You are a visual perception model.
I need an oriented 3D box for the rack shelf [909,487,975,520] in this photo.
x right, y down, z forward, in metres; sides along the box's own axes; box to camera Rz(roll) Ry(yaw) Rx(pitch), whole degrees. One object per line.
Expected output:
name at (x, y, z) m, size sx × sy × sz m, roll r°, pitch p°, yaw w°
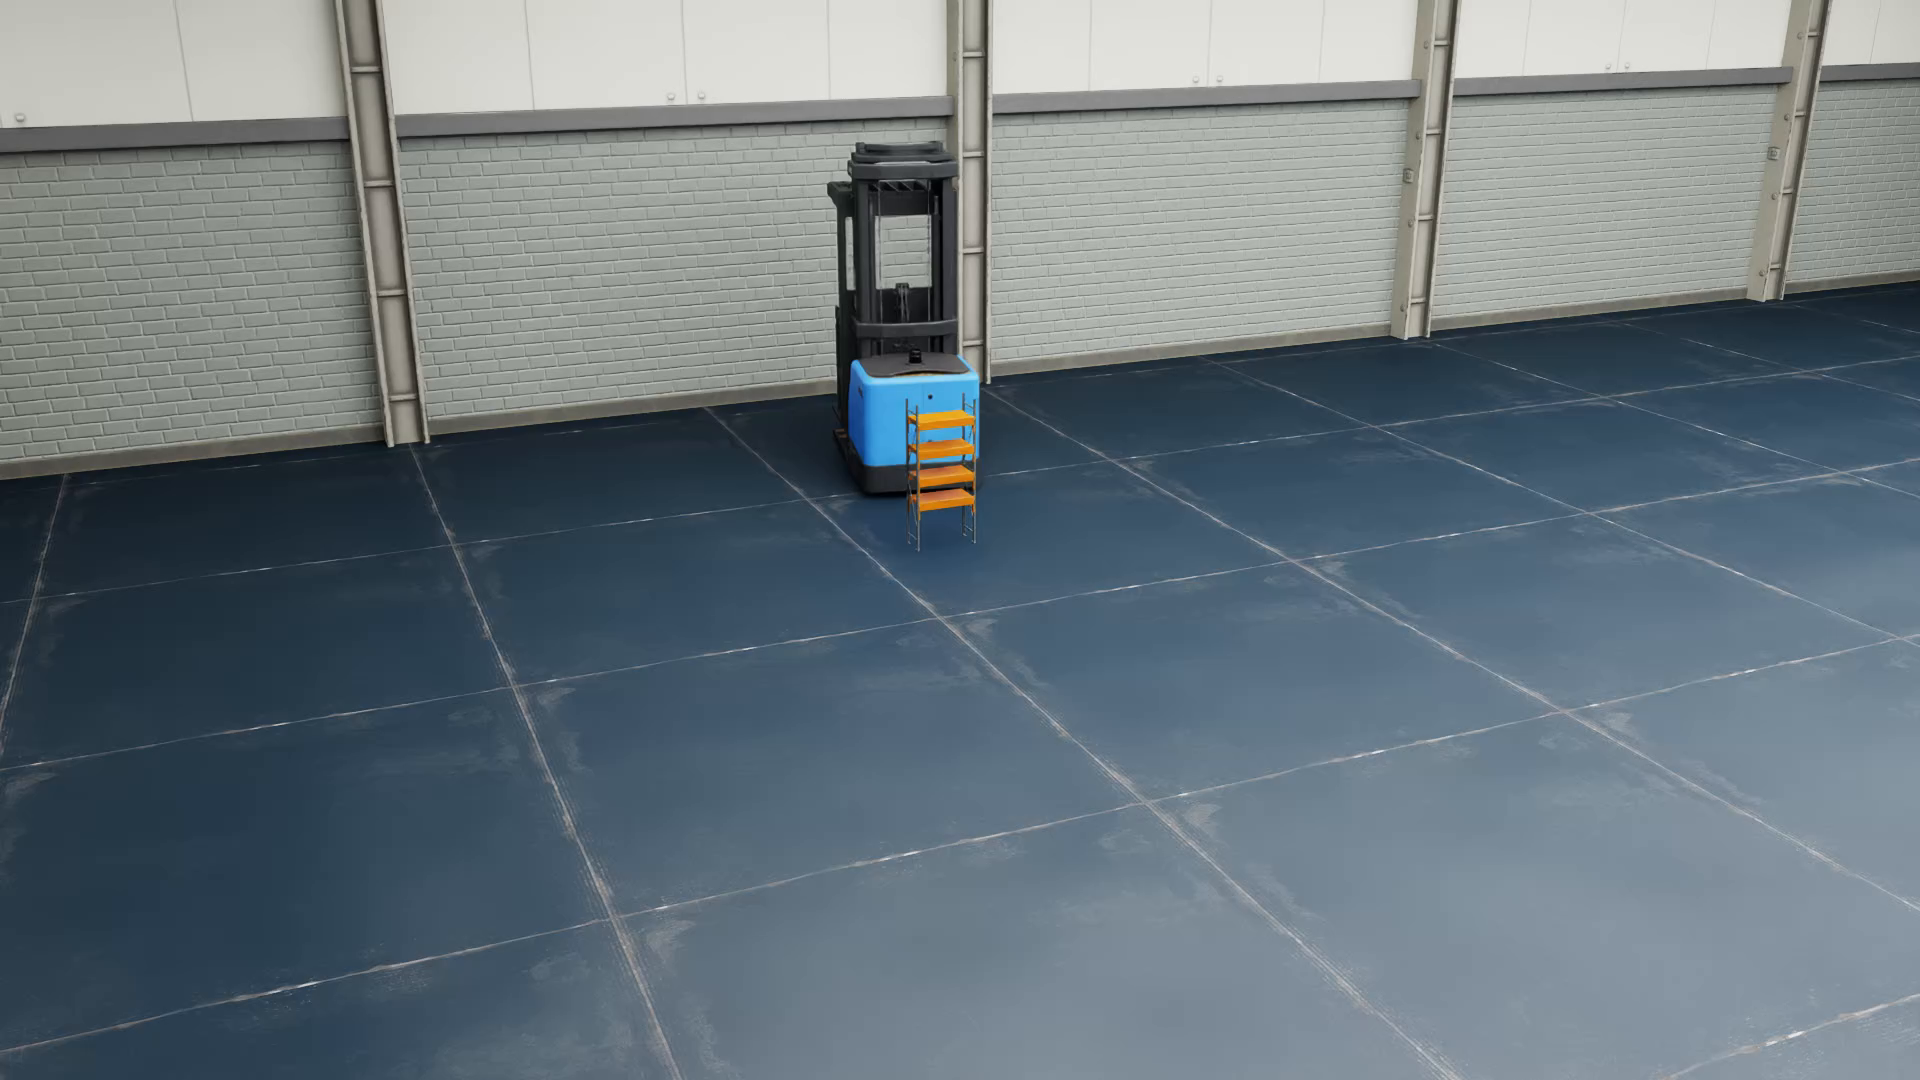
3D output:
rack shelf at (-0.152, -0.293, 13.349) m, size 0.480 × 0.148 × 0.258 m, roll -8°, pitch 21°, yaw -22°

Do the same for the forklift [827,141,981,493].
forklift at (-0.617, -2.246, 15.488) m, size 1.130 × 2.935 × 3.031 m, roll -4°, pitch 20°, yaw -11°

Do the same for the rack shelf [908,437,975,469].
rack shelf at (-0.152, -0.692, 13.209) m, size 0.480 × 0.148 × 0.258 m, roll -8°, pitch 21°, yaw -22°

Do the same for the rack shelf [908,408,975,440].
rack shelf at (-0.152, -0.915, 13.130) m, size 0.480 × 0.148 × 0.258 m, roll -8°, pitch 21°, yaw -22°

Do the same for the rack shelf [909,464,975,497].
rack shelf at (-0.152, -0.481, 13.283) m, size 0.480 × 0.148 × 0.258 m, roll -8°, pitch 21°, yaw -22°

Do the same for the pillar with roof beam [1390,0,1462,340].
pillar with roof beam at (7.315, -5.481, 15.539) m, size 0.400 × 9.000 × 9.100 m, roll -8°, pitch 21°, yaw -22°

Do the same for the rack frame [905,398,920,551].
rack frame at (-0.376, -0.512, 13.170) m, size 0.015 × 1.200 × 0.240 m, roll -8°, pitch 21°, yaw -22°

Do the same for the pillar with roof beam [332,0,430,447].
pillar with roof beam at (-3.703, -3.903, 11.056) m, size 0.400 × 9.000 × 9.100 m, roll -8°, pitch 21°, yaw -22°

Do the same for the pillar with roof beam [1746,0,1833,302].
pillar with roof beam at (12.825, -6.270, 17.781) m, size 0.400 × 9.000 × 9.100 m, roll -8°, pitch 21°, yaw -22°

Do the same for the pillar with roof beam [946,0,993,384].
pillar with roof beam at (1.806, -4.692, 13.298) m, size 0.400 × 9.000 × 9.100 m, roll -8°, pitch 21°, yaw -22°

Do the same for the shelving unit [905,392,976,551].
shelving unit at (-0.152, -0.544, 13.261) m, size 0.503 × 1.200 × 0.258 m, roll -8°, pitch 21°, yaw -22°

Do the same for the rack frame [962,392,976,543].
rack frame at (0.072, -0.576, 13.352) m, size 0.015 × 1.200 × 0.240 m, roll -8°, pitch 21°, yaw -22°
